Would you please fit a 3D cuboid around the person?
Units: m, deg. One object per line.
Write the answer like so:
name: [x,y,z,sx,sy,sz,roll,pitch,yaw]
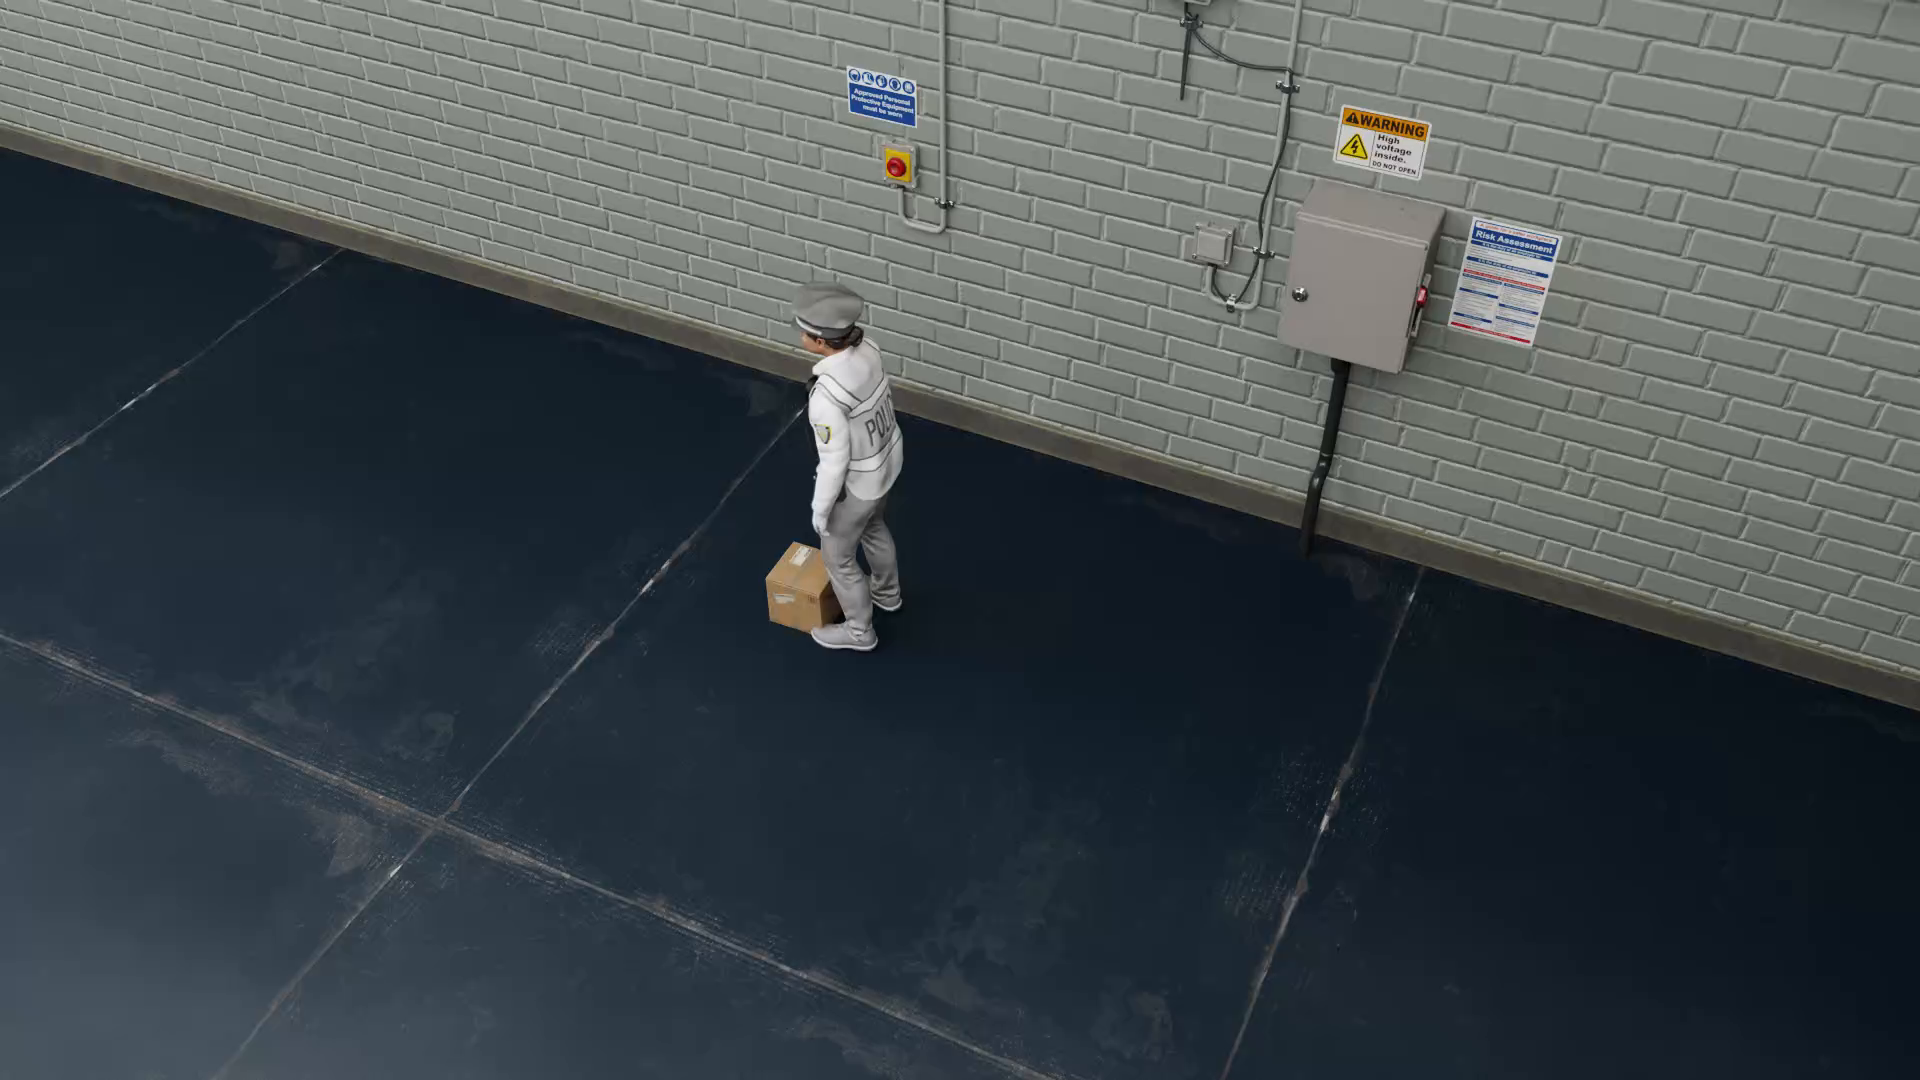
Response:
person: [-0.421,-0.248,6.428,0.371,1.666,0.547,15,44,16]
